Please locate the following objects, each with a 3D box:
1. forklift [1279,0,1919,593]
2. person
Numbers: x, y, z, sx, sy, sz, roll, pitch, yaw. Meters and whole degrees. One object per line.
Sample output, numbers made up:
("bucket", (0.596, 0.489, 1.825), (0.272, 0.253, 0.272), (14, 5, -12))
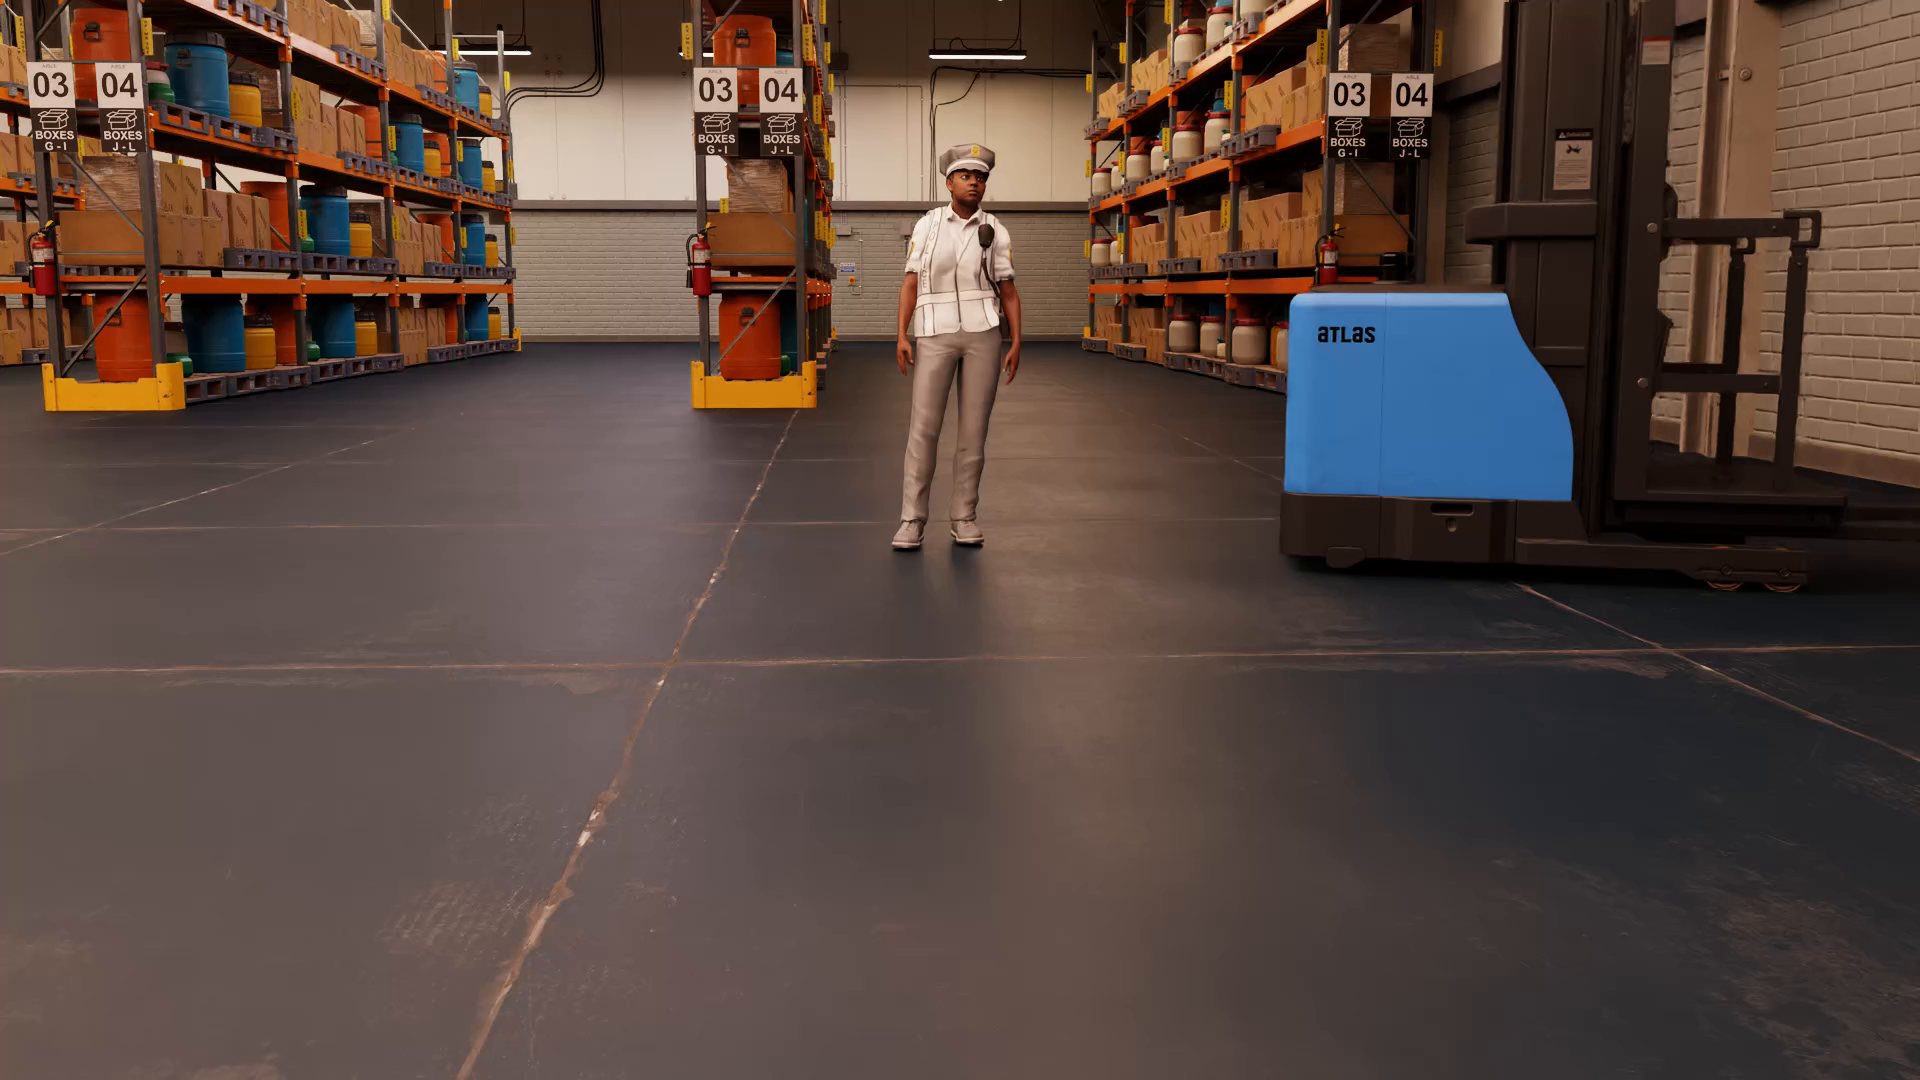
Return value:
("forklift", (2.823, -1.343, 6.378), (3.031, 2.935, 1.130), (2, 9, 13))
("person", (-0.015, -0.834, 7.109), (0.570, 1.695, 0.530), (-1, 8, -4))
